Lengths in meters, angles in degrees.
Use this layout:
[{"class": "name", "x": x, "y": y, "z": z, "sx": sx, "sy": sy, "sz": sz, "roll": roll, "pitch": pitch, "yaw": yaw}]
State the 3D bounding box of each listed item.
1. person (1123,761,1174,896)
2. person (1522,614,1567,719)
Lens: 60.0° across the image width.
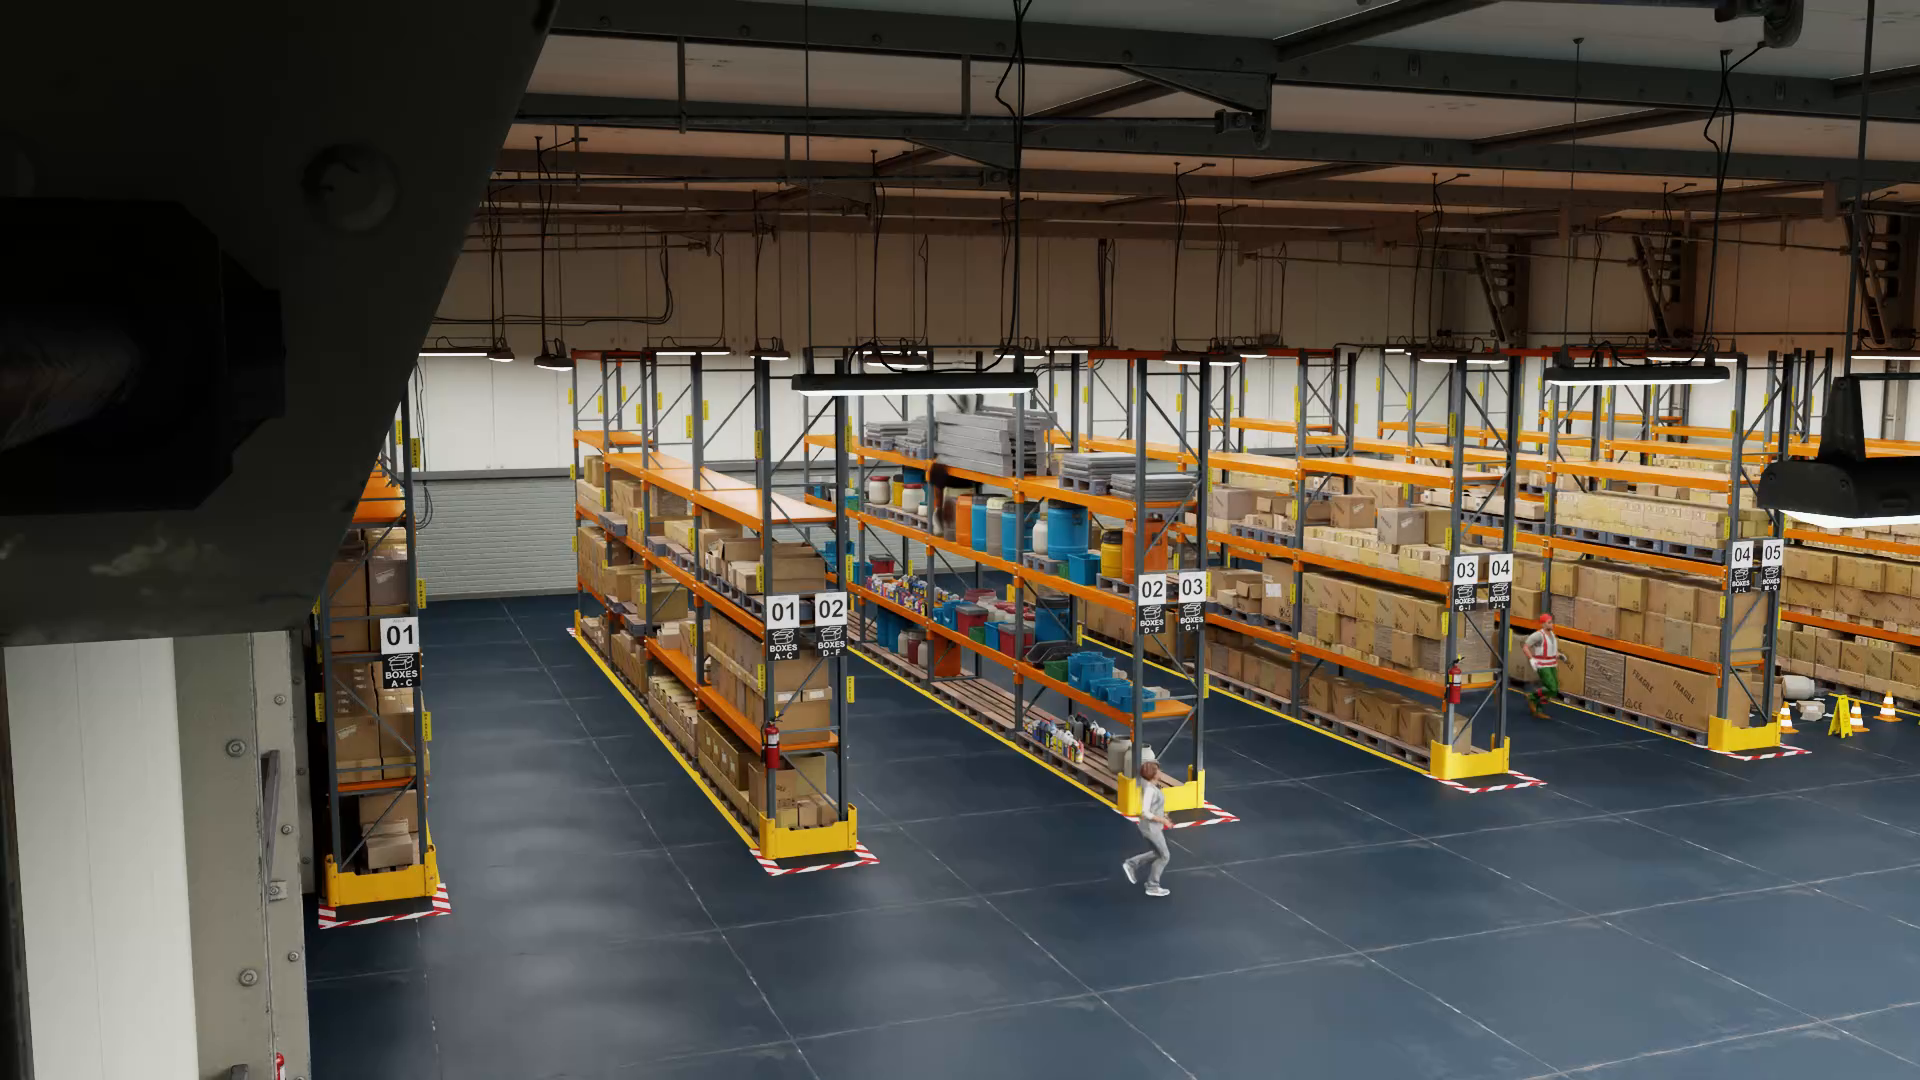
[{"class": "person", "x": 2.118, "y": 3.244, "z": 18.712, "sx": 0.566, "sy": 1.547, "sz": 0.534, "roll": 1, "pitch": 7, "yaw": 4}, {"class": "person", "x": 9.629, "y": 2.081, "z": 27.261, "sx": 0.656, "sy": 1.740, "sz": 0.583, "roll": -5, "pitch": 9, "yaw": -35}]
